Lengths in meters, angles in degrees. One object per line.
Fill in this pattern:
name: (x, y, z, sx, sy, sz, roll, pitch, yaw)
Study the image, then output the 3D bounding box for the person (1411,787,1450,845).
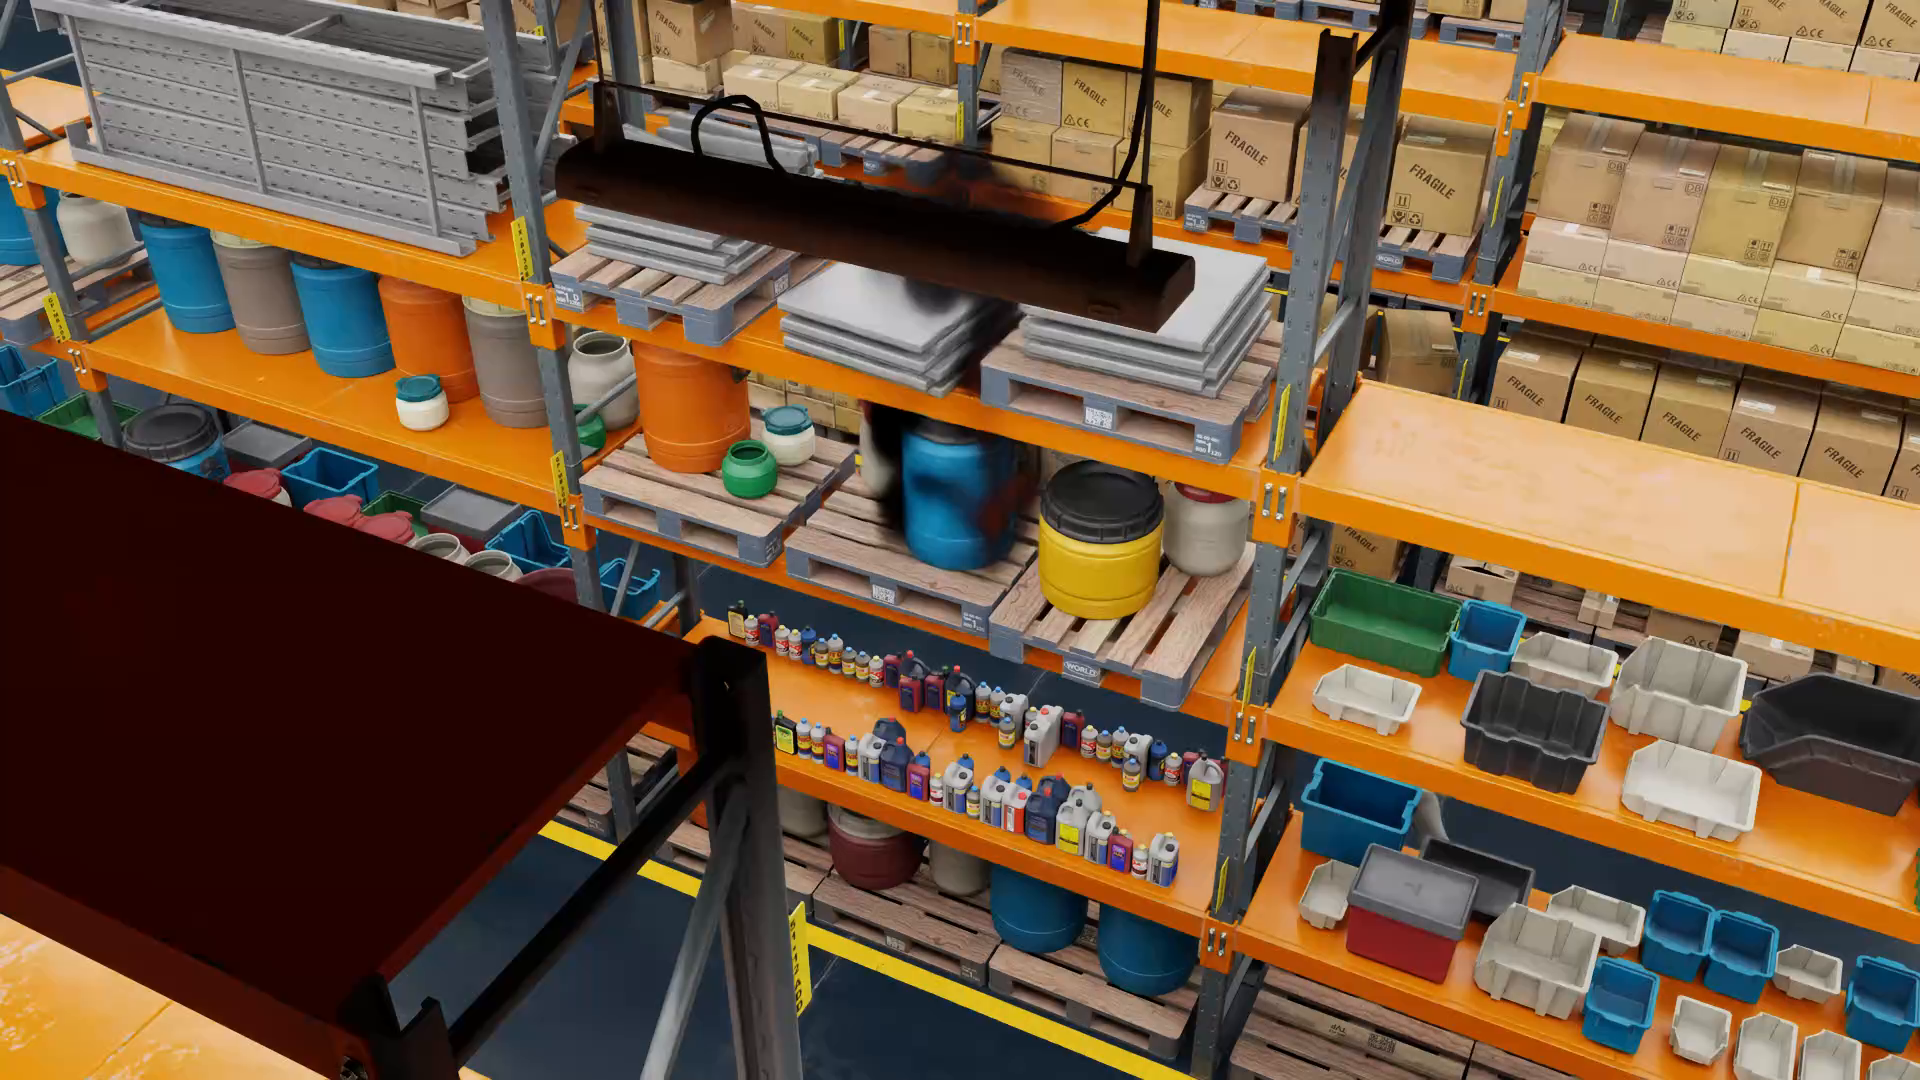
person: (2.764, 1.466, 10.097, 0.654, 1.527, 1.156, -16, 38, -22)

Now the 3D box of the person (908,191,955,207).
person: (-0.059, -3.378, 17.163, 0.948, 1.755, 0.678, 1, 35, 1)
